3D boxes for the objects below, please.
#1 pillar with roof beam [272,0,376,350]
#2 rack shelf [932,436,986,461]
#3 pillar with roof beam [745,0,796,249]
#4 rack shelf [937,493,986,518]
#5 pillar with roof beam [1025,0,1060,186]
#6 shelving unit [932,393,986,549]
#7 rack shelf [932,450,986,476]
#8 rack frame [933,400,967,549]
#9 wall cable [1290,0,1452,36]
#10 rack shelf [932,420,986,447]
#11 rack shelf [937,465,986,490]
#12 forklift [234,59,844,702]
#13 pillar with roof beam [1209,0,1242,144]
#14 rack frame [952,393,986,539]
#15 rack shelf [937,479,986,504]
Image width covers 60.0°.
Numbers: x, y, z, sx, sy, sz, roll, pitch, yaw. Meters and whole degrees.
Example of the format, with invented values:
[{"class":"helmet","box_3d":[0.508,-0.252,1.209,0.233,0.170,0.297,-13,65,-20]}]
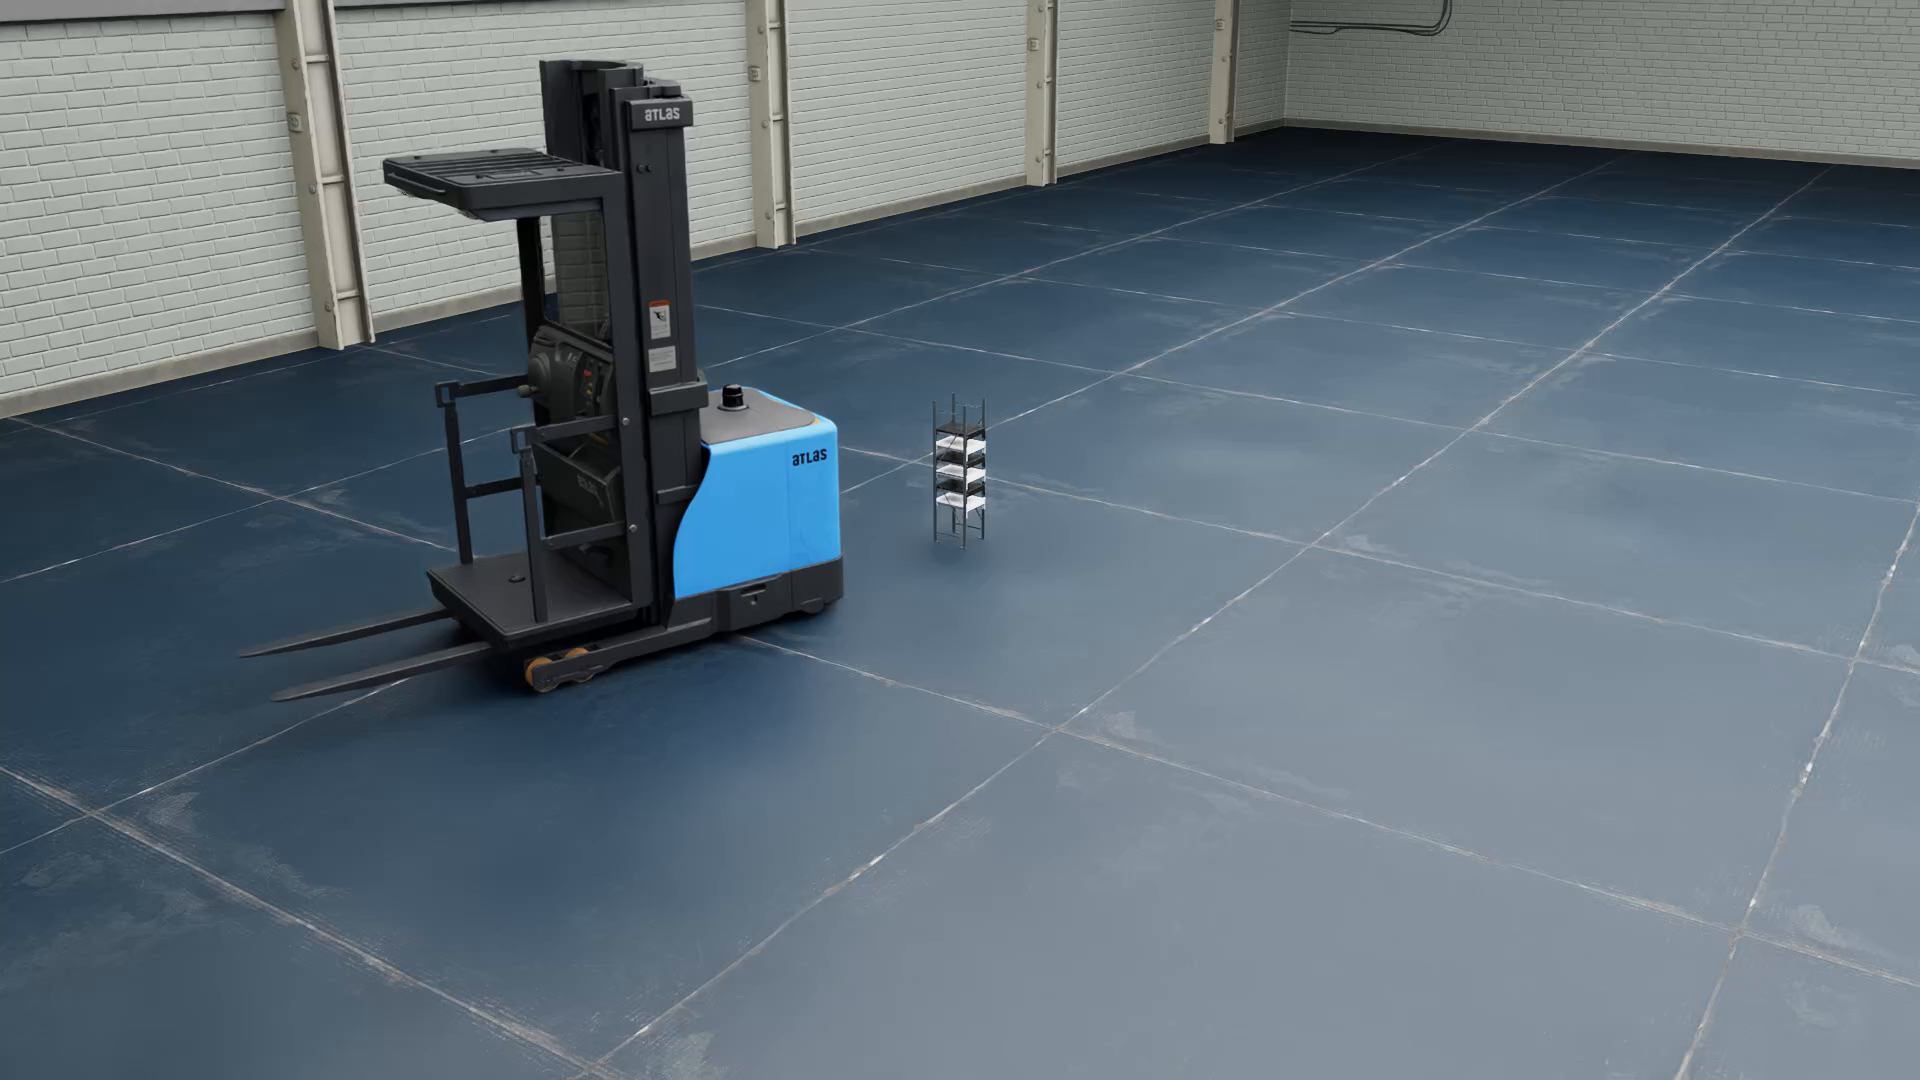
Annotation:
[{"class":"pillar with roof beam","box_3d":[-2.001,-5.163,11.252,9.100,9.000,0.400,13,24,32]},{"class":"rack shelf","box_3d":[-0.005,-0.557,10.052,0.258,0.077,0.200,13,24,32]},{"class":"pillar with roof beam","box_3d":[1.372,-6.884,15.906,9.100,9.000,0.400,13,24,32]},{"class":"rack shelf","box_3d":[-0.005,-0.220,10.177,0.258,0.077,0.200,13,24,32]},{"class":"pillar with roof beam","box_3d":[4.745,-8.606,20.560,9.100,9.000,0.400,13,24,32]},{"class":"shelving unit","box_3d":[-0.005,-0.420,10.103,0.258,0.900,0.210,13,24,32]},{"class":"rack shelf","box_3d":[-0.005,-0.473,10.083,0.258,0.077,0.200,13,24,32]},{"class":"rack frame","box_3d":[-0.062,-0.391,10.024,0.240,0.900,0.006,13,24,32]},{"class":"wall cable","box_3d":[7.307,-10.298,29.610,3.097,2.526,0.112,13,24,32]},{"class":"rack shelf","box_3d":[-0.005,-0.642,10.020,0.258,0.077,0.200,13,24,32]},{"class":"rack shelf","box_3d":[-0.005,-0.388,10.114,0.258,0.077,0.200,13,24,32]},{"class":"forklift","box_3d":[-2.131,-0.830,8.284,3.031,2.935,1.130,-14,25,-34]},{"class":"pillar with roof beam","box_3d":[8.118,-10.327,25.214,9.100,9.000,0.400,13,24,32]},{"class":"rack frame","box_3d":[0.053,-0.449,10.181,0.240,0.900,0.006,13,24,32]},{"class":"rack shelf","box_3d":[-0.005,-0.304,10.145,0.258,0.077,0.200,13,24,32]}]
